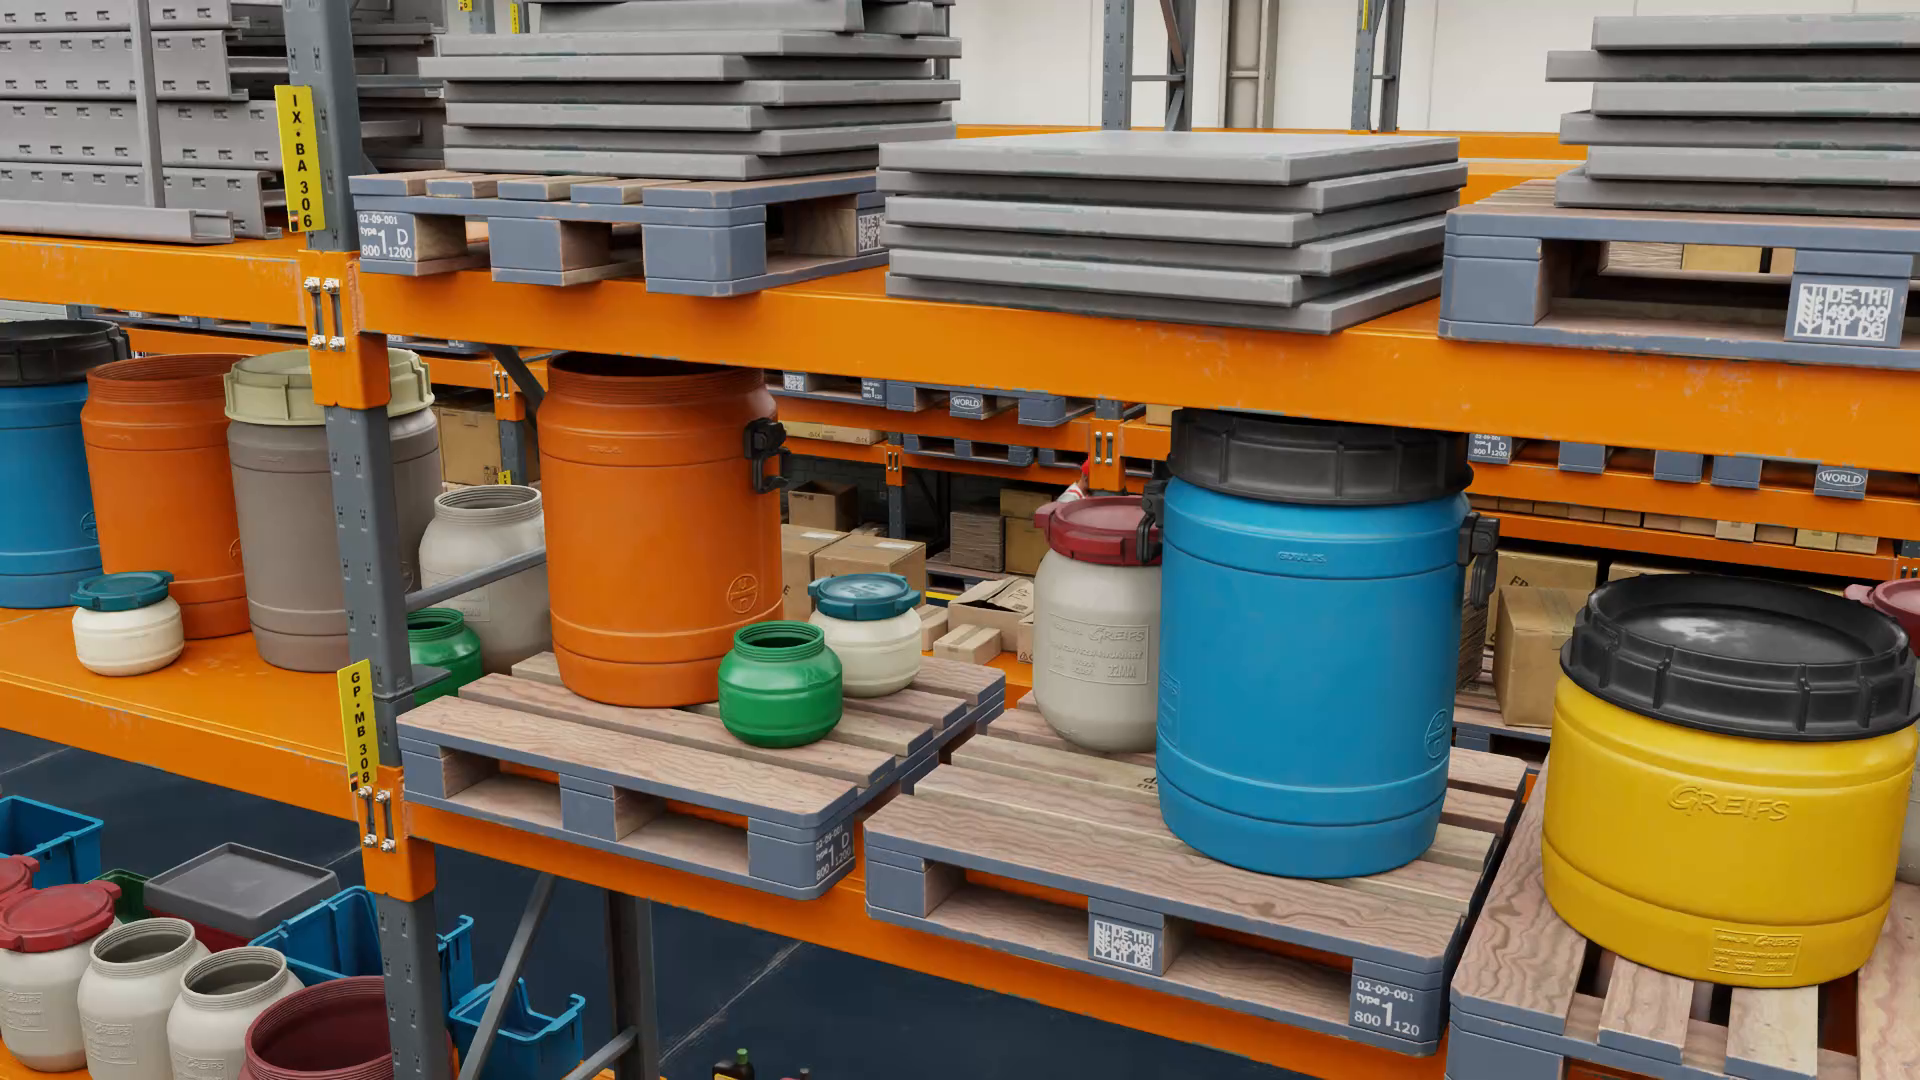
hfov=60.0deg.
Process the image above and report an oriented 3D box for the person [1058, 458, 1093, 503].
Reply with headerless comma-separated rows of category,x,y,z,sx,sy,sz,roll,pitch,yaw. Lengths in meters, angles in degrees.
person,0.964,0.200,12.853,0.443,1.743,0.541,8,18,27
